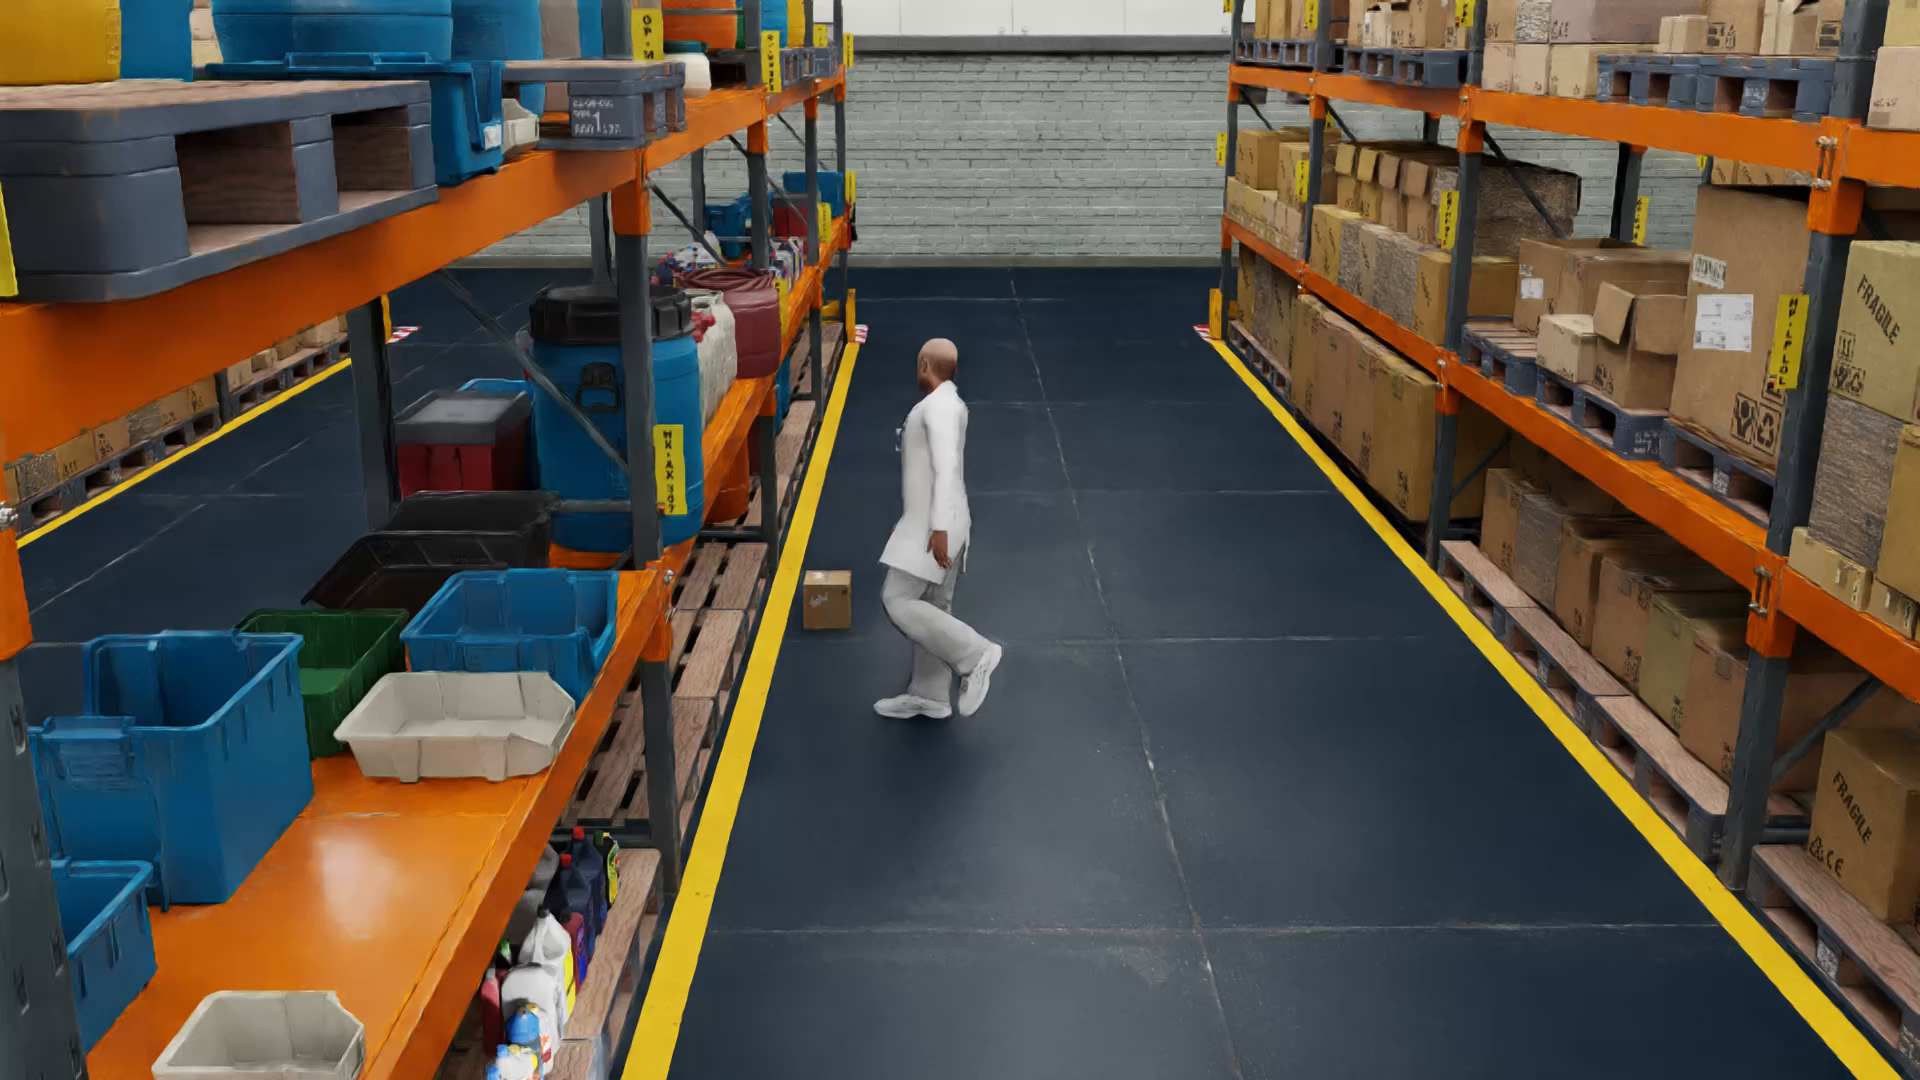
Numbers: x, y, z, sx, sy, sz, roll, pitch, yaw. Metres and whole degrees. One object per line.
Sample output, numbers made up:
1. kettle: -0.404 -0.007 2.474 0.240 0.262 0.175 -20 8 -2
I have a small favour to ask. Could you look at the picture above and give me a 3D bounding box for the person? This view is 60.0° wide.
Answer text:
1. person: -0.093 -0.047 7.751 0.607 1.742 0.740 1 17 5
